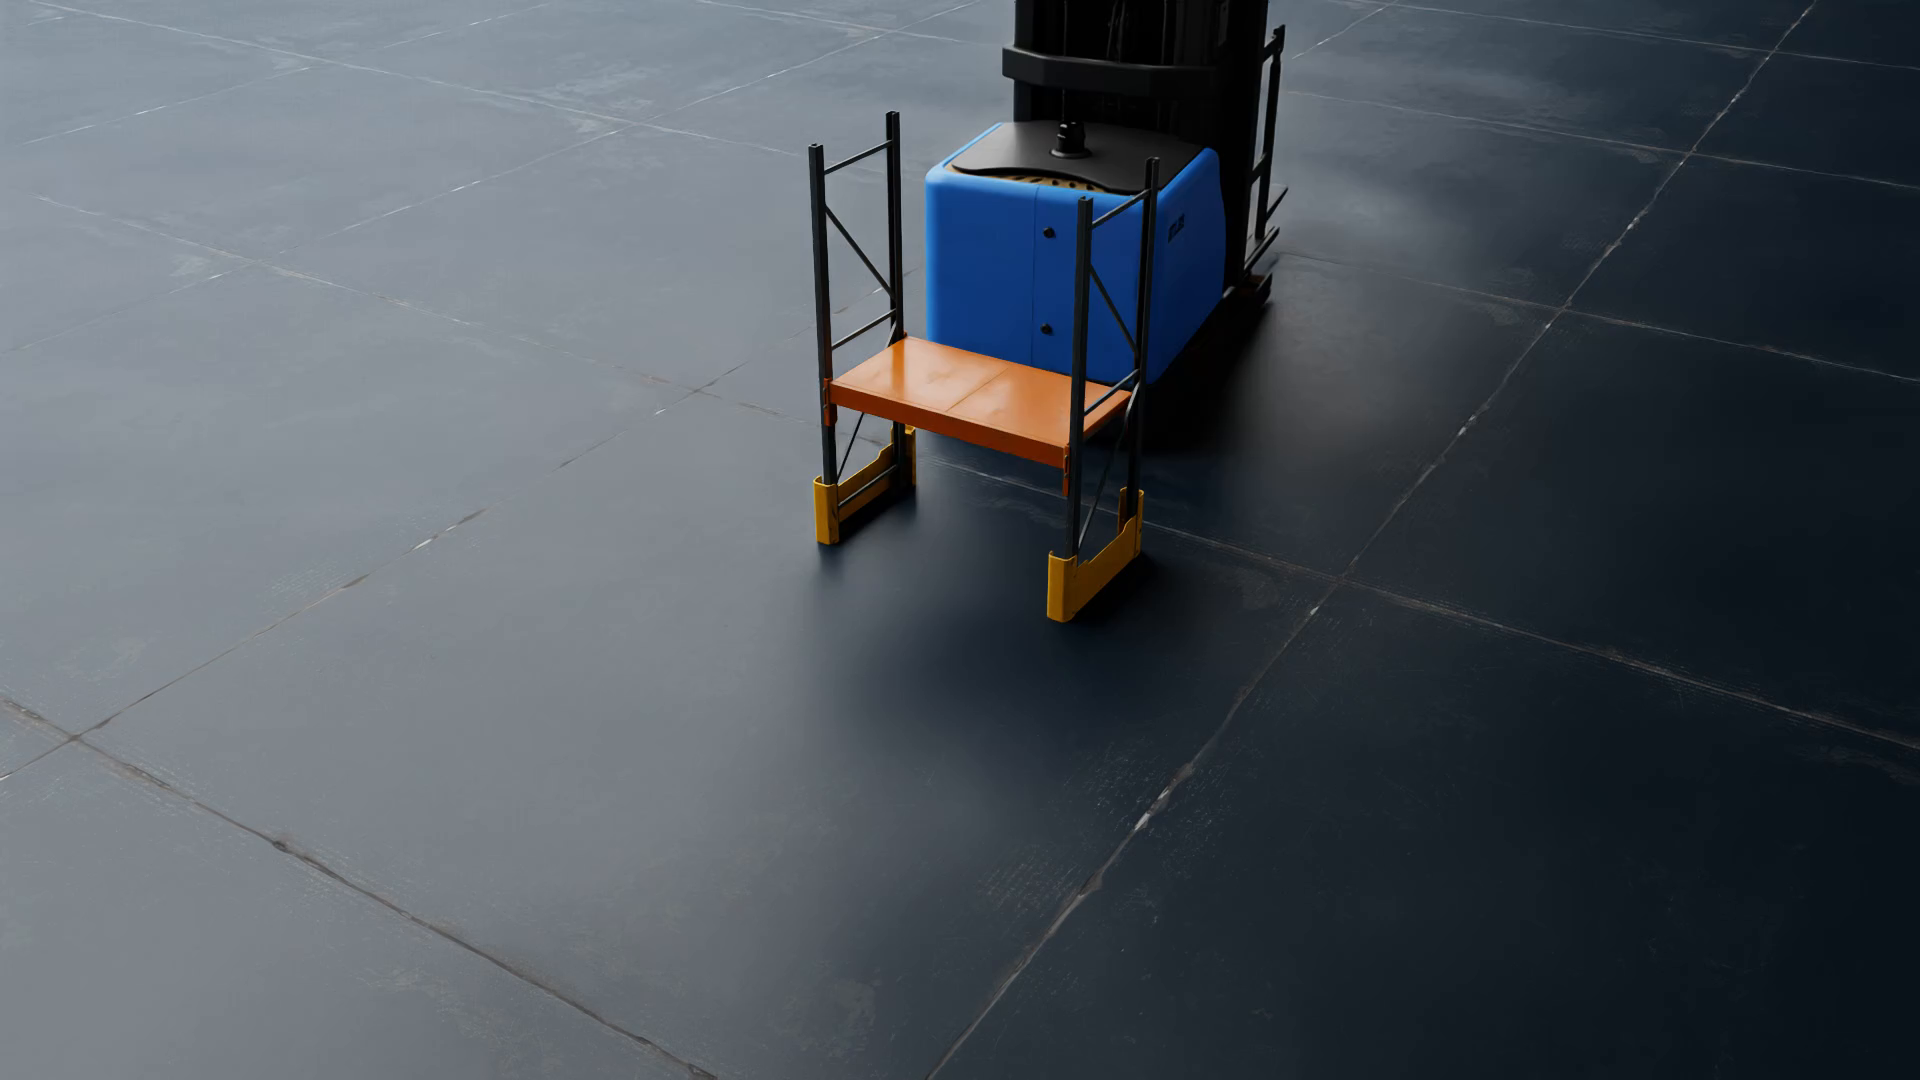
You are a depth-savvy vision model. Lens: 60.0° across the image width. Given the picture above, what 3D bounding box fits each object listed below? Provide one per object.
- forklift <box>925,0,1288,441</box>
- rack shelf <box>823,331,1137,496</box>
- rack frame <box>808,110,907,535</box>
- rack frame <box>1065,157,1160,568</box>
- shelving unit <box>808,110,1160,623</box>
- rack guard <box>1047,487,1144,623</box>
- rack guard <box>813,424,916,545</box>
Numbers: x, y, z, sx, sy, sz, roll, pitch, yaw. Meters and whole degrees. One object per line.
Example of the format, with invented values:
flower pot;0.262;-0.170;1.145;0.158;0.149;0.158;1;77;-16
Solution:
forklift;0.892;-2.396;7.449;1.130;2.935;3.031;12;32;20
rack shelf;0.072;-0.470;5.924;1.000;0.185;0.538;18;35;27
rack frame;-0.358;-0.761;6.066;0.032;1.500;0.500;18;35;27
rack frame;0.503;-0.489;5.599;0.032;1.500;0.500;18;35;27
shelving unit;0.065;-0.627;5.837;1.083;1.500;0.587;18;35;27
rack guard;0.486;0.046;5.923;0.087;0.250;0.587;18;35;27
rack guard;-0.357;-0.221;6.381;0.087;0.250;0.587;18;35;27
